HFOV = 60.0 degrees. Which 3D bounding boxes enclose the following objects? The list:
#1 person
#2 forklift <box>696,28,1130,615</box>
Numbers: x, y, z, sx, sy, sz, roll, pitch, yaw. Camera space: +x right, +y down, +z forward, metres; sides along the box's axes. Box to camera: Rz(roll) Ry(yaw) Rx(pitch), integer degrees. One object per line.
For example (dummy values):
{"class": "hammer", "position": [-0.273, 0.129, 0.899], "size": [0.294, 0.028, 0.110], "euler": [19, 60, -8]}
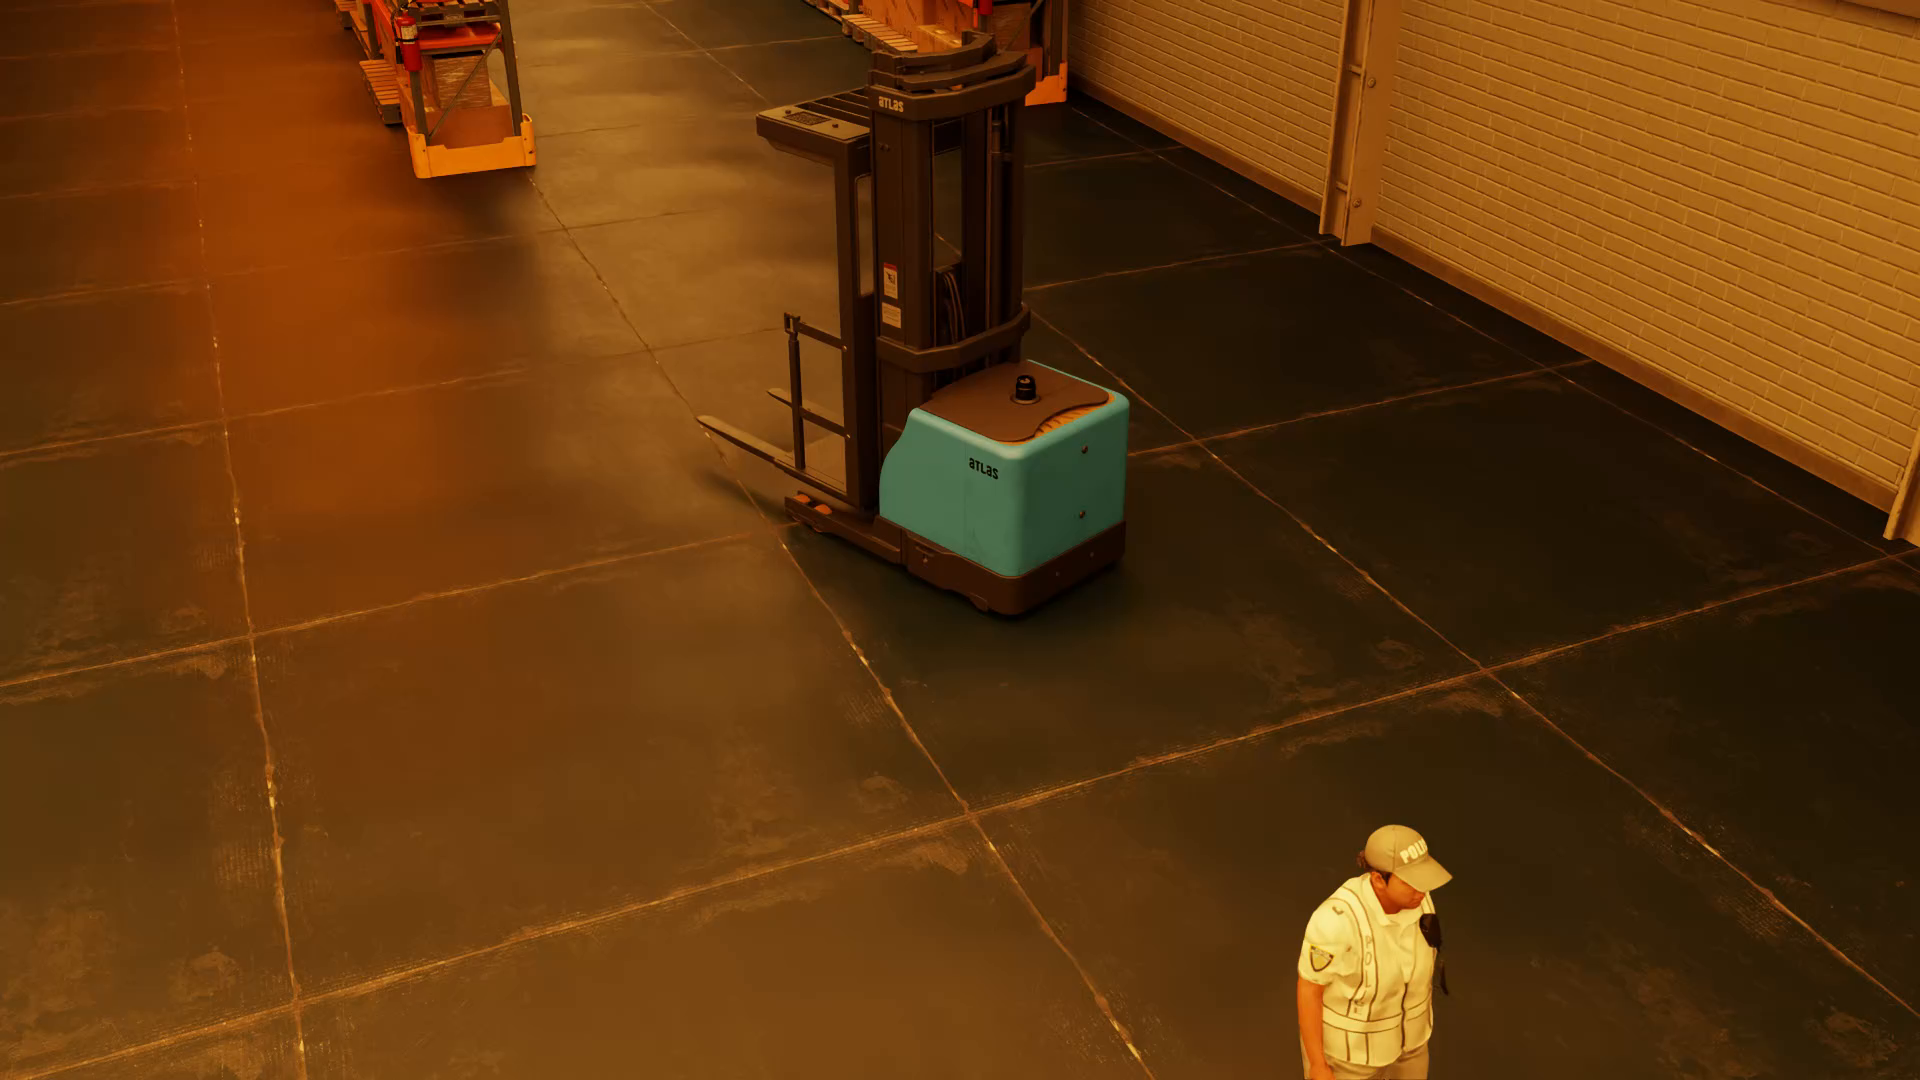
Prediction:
{"class": "person", "position": [1.375, 1.673, 5.490], "size": [0.558, 1.688, 0.450], "euler": [-16, 33, -25]}
{"class": "forklift", "position": [-0.436, -1.483, 9.714], "size": [3.031, 2.935, 1.130], "euler": [26, 39, 37]}
